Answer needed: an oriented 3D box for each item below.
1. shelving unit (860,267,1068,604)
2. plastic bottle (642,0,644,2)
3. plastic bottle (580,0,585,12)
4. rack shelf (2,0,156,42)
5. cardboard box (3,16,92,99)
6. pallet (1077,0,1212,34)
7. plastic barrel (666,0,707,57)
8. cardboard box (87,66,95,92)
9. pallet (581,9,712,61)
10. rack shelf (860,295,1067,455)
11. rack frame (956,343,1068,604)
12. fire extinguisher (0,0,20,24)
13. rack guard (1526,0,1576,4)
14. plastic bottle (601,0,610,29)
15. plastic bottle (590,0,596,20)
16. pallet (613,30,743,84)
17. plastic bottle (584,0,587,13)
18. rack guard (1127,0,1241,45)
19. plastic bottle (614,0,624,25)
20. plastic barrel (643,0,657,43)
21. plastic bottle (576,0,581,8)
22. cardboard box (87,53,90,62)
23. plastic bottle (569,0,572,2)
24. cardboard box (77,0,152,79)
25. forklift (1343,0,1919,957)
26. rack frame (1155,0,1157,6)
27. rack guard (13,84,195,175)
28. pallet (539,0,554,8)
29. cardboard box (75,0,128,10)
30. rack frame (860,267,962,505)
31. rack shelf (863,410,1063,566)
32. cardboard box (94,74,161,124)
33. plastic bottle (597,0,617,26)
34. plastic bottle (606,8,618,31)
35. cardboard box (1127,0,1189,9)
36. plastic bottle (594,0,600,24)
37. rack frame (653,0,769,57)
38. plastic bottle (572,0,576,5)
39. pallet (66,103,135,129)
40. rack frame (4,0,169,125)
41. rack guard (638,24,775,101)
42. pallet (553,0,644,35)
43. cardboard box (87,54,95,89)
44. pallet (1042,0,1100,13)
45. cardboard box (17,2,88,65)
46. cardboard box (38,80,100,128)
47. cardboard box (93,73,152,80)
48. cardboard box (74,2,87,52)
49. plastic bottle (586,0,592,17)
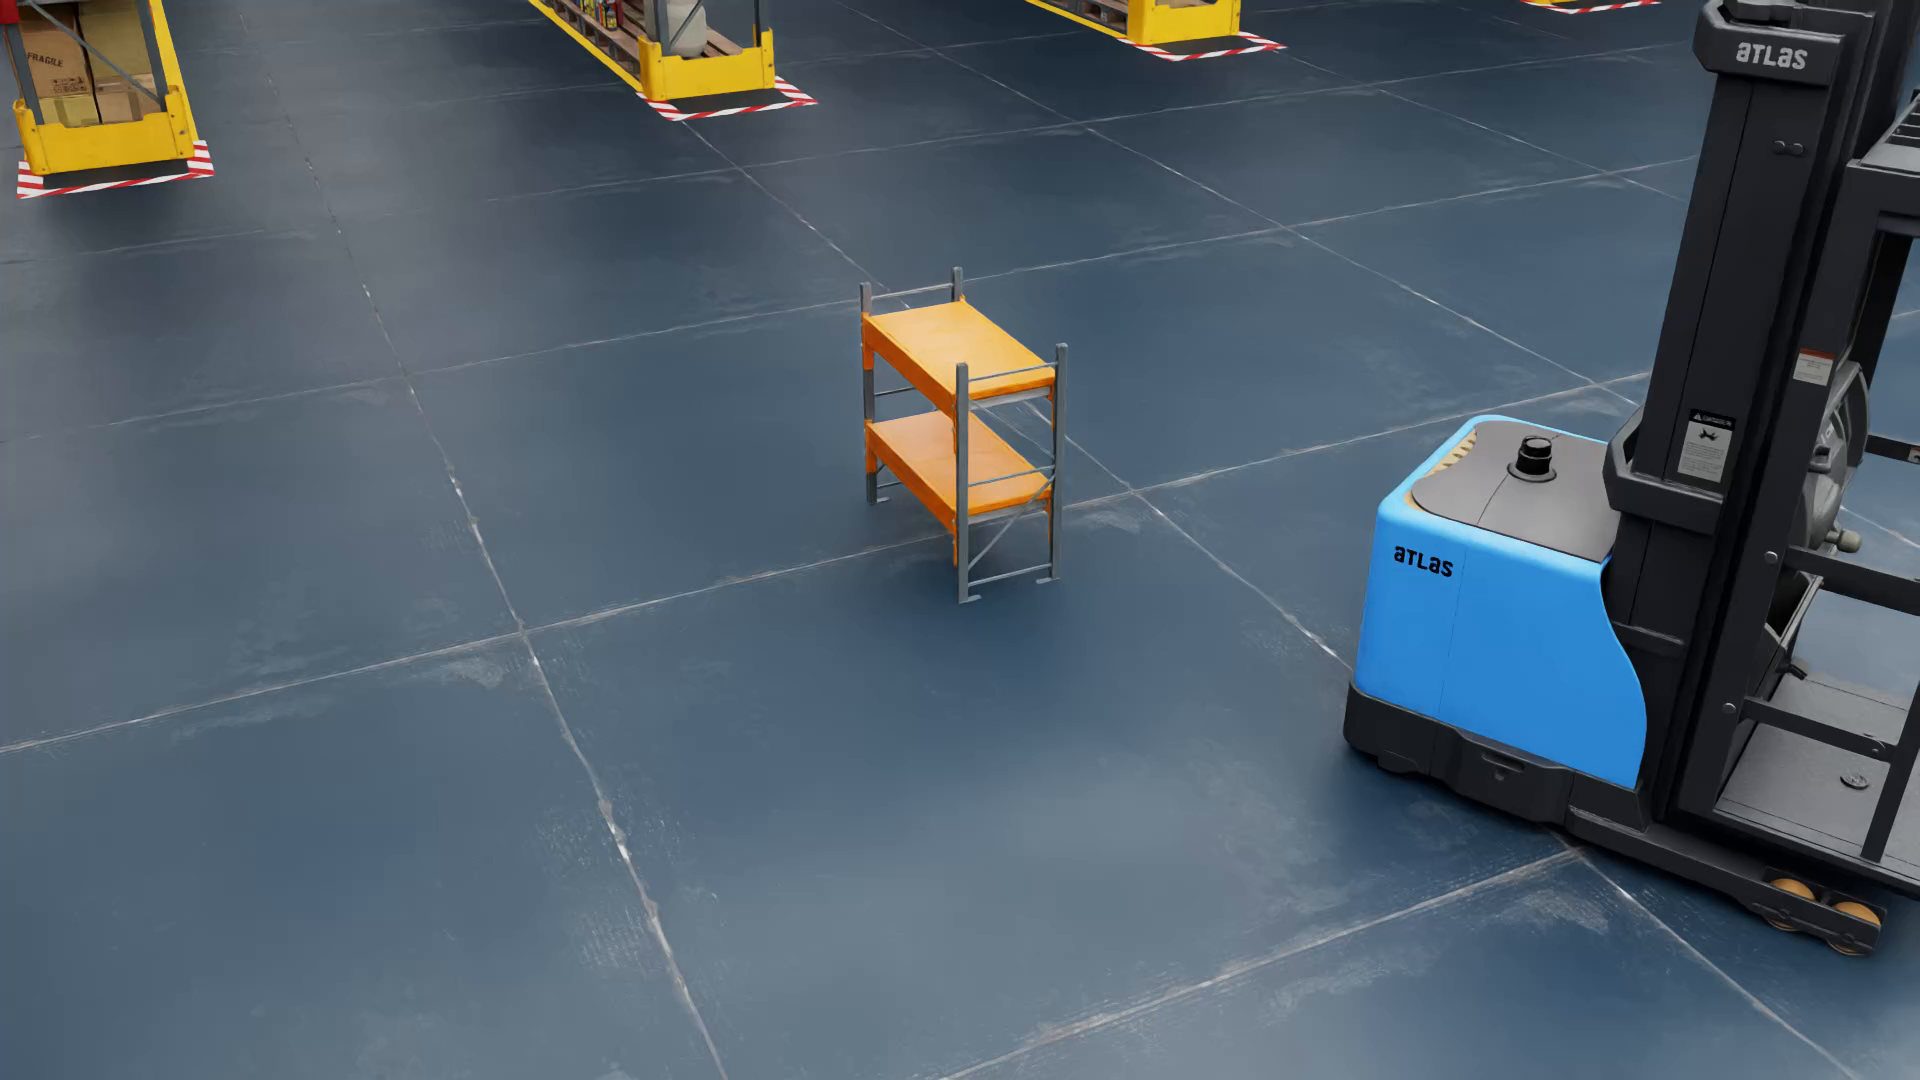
[{"bbox_3d":[-0.003,-0.494,7.480,0.538,1.125,1.048,-13,32,-22],"label":"shelving unit"},{"bbox_3d":[-3.221,-5.629,17.048,0.061,0.283,0.133,-13,32,-22],"label":"plastic bottle"},{"bbox_3d":[-3.812,-5.504,16.826,0.061,0.283,0.133,-12,31,-20],"label":"plastic bottle"},{"bbox_3d":[-7.514,-4.870,14.104,1.077,0.370,4.000,-13,32,-22],"label":"rack shelf"},{"bbox_3d":[-7.155,-3.786,13.050,0.500,0.500,0.500,-13,32,-22],"label":"cardboard box"},{"bbox_3d":[1.943,-5.562,17.454,1.003,0.211,1.213,-13,32,-22],"label":"pallet"},{"bbox_3d":[-2.532,-4.712,15.200,0.421,0.512,0.421,0,29,0],"label":"plastic barrel"},{"bbox_3d":[-7.378,-3.677,13.623,0.500,0.250,0.500,-13,32,-22],"label":"cardboard box"},{"bbox_3d":[-3.119,-5.044,16.530,1.003,0.211,1.213,-13,32,-22],"label":"pallet"},{"bbox_3d":[-0.003,-0.749,7.337,0.538,0.278,1.000,-13,32,-22],"label":"rack shelf"},{"bbox_3d":[0.215,-0.269,7.080,0.500,1.125,0.032,-13,32,-22],"label":"rack frame"},{"bbox_3d":[-7.025,-4.117,12.104,0.296,0.674,0.183,-13,32,-22],"label":"fire extinguisher"},{"bbox_3d":[6.826,-6.275,18.429,1.175,0.500,0.348,-13,32,-22],"label":"rack guard"},{"bbox_3d":[-3.432,-5.113,16.129,0.061,0.283,0.133,-12,32,-21],"label":"plastic bottle"},{"bbox_3d":[-3.583,-5.345,16.474,0.144,0.351,0.185,-12,31,-20],"label":"plastic bottle"},{"bbox_3d":[-2.600,-4.506,15.570,1.003,0.211,1.213,-13,32,-22],"label":"pallet"},{"bbox_3d":[-3.745,-5.420,16.760,0.097,0.201,0.097,0,29,0],"label":"plastic bottle"},{"bbox_3d":[2.260,-5.322,16.730,1.175,0.500,0.348,-13,32,-22],"label":"rack guard"},{"bbox_3d":[-3.352,-5.205,16.293,0.061,0.283,0.133,-13,32,-22],"label":"plastic bottle"},{"bbox_3d":[-2.747,-4.933,15.595,0.421,0.512,0.421,0,29,0],"label":"plastic barrel"},{"bbox_3d":[-3.845,-5.615,16.955,0.144,0.351,0.185,-15,32,-24],"label":"plastic bottle"},{"bbox_3d":[-7.808,-4.119,14.411,0.500,0.250,0.500,-13,32,-22],"label":"cardboard box"},{"bbox_3d":[-3.993,-5.740,17.254,0.152,0.276,0.135,-12,31,-20],"label":"plastic bottle"},{"bbox_3d":[-6.901,-4.115,13.638,0.500,0.500,0.500,-13,32,-22],"label":"cardboard box"},{"bbox_3d":[2.939,-0.236,5.174,3.031,2.935,1.130,20,35,31],"label":"forklift"},{"bbox_3d":[2.293,-6.379,16.059,1.000,3.000,0.127,-13,32,-22],"label":"rack frame"},{"bbox_3d":[-6.645,-3.200,12.945,1.175,0.500,0.348,-13,32,-22],"label":"rack guard"},{"bbox_3d":[-4.270,-6.228,18.641,1.003,0.211,1.213,-13,32,-22],"label":"pallet"},{"bbox_3d":[-7.128,-4.334,14.027,0.500,0.500,0.500,-13,32,-22],"label":"cardboard box"},{"bbox_3d":[-0.221,-0.718,7.881,0.500,1.125,0.032,-13,32,-22],"label":"rack frame"},{"bbox_3d":[-0.003,-0.280,7.600,0.538,0.278,1.000,-13,32,-22],"label":"rack shelf"},{"bbox_3d":[-6.685,-3.568,13.428,0.500,0.250,0.500,-13,32,-22],"label":"cardboard box"},{"bbox_3d":[-3.448,-5.179,16.254,0.152,0.276,0.135,-13,32,-22],"label":"plastic bottle"},{"bbox_3d":[-3.365,-5.029,16.064,0.097,0.201,0.097,0,29,0],"label":"plastic bottle"},{"bbox_3d":[2.040,-5.751,17.066,0.500,0.500,0.500,-7,30,-13],"label":"cardboard box"},{"bbox_3d":[-3.508,-5.240,16.363,0.152,0.276,0.135,-14,32,-23],"label":"plastic bottle"},{"bbox_3d":[-2.181,-5.339,14.204,1.000,3.000,0.127,-13,32,-22],"label":"rack frame"},{"bbox_3d":[-3.926,-5.699,17.104,0.144,0.351,0.185,-12,32,-21],"label":"plastic bottle"},{"bbox_3d":[-7.022,-3.413,13.621,1.003,0.211,1.213,-13,32,-22],"label":"pallet"},{"bbox_3d":[-6.656,-4.300,12.352,1.000,3.000,0.127,-13,32,-22],"label":"rack frame"},{"bbox_3d":[-2.256,-4.272,14.858,1.175,0.500,0.348,-13,32,-22],"label":"rack guard"},{"bbox_3d":[-3.647,-5.584,17.492,1.003,0.211,1.213,-13,32,-22],"label":"pallet"},{"bbox_3d":[-7.595,-3.898,14.016,0.500,0.250,0.500,-13,32,-22],"label":"cardboard box"},{"bbox_3d":[1.424,-6.101,18.414,1.003,0.211,1.213,-13,32,-22],"label":"pallet"},{"bbox_3d":[-7.597,-4.224,13.832,0.500,0.500,0.500,-13,32,-22],"label":"cardboard box"},{"bbox_3d":[-7.153,-3.459,13.234,0.500,0.250,0.500,-13,32,-22],"label":"cardboard box"},{"bbox_3d":[-6.903,-3.788,13.820,0.500,0.250,0.500,-13,32,-22],"label":"cardboard box"},{"bbox_3d":[-7.811,-4.446,14.226,0.500,0.500,0.500,-13,32,-22],"label":"cardboard box"},{"bbox_3d":[-3.662,-5.427,16.621,0.144,0.351,0.185,-13,32,-22],"label":"plastic bottle"}]
